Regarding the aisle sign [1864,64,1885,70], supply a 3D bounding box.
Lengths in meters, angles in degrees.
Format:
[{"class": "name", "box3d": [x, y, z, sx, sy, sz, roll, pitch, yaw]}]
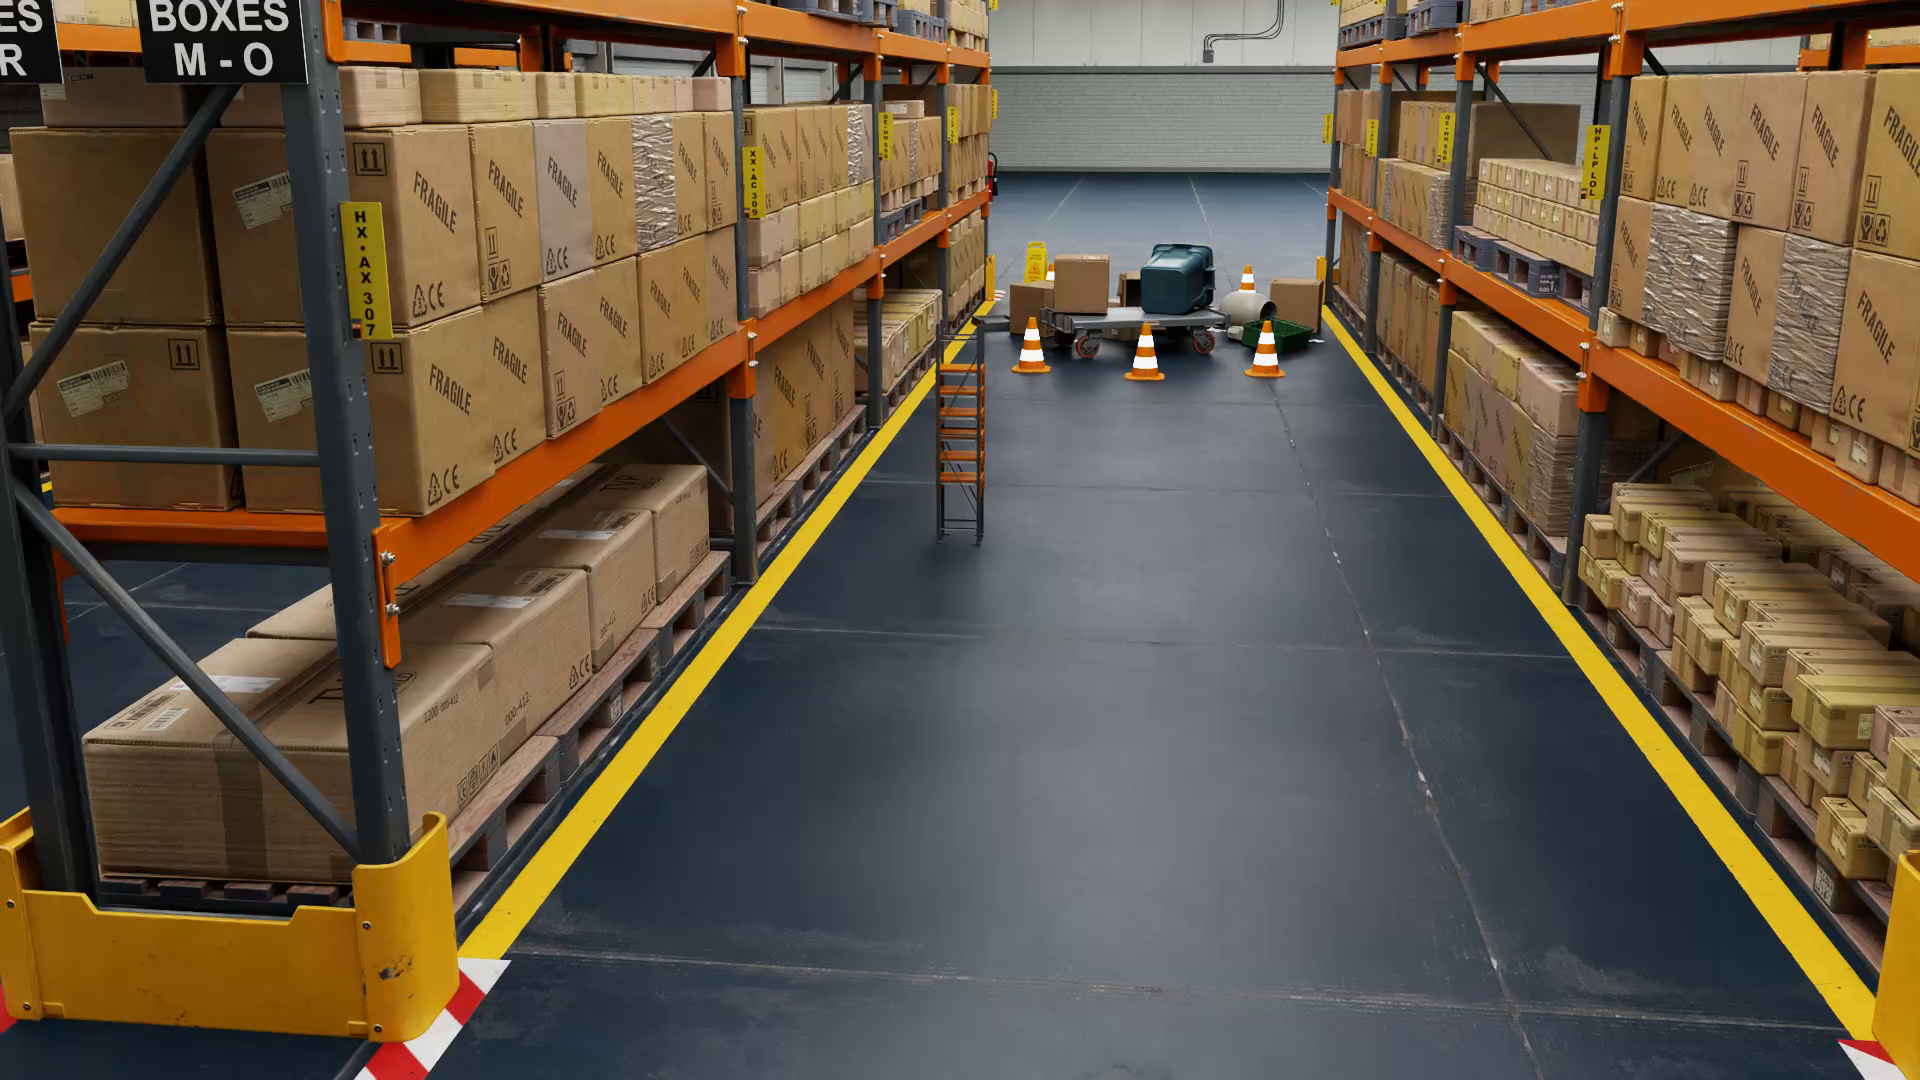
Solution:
[{"class": "aisle sign", "box3d": [9.984, -5.326, 18.130, 0.394, 0.787, 0.004, 2, 15, 6]}]

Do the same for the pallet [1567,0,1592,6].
[{"class": "pallet", "box3d": [3.584, -2.638, 7.783, 1.213, 0.211, 1.003, 2, 15, 6]}]

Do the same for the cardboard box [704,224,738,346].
[{"class": "cardboard box", "box3d": [-1.320, -1.163, 7.526, 0.500, 0.500, 0.500, 2, 15, 7]}]

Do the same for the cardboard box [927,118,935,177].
[{"class": "cardboard box", "box3d": [-0.498, -3.457, 14.635, 0.500, 0.500, 0.500, 2, 15, 7]}]

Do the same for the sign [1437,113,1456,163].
[{"class": "sign", "box3d": [3.308, -2.735, 11.313, 0.100, 0.325, 0.005, 2, 15, 6]}]

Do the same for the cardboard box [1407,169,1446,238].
[{"class": "cardboard box", "box3d": [3.758, -2.593, 12.813, 0.500, 0.500, 0.500, 1, 15, 5]}]

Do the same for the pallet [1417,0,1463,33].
[{"class": "pallet", "box3d": [3.880, -3.686, 11.663, 1.213, 0.211, 1.003, 2, 15, 9]}]

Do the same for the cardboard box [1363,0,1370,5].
[{"class": "cardboard box", "box3d": [4.227, -5.364, 16.229, 0.500, 0.250, 0.500, 2, 15, 6]}]

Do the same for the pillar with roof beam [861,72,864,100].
[{"class": "pillar with roof beam", "box3d": [1.589, -14.896, 47.012, 9.100, 9.000, 0.400, 2, 15, 6]}]

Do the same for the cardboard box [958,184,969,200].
[{"class": "cardboard box", "box3d": [-0.111, -3.600, 17.211, 0.380, 0.149, 0.250, 2, 15, 7]}]

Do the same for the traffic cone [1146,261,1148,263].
[{"class": "traffic cone", "box3d": [2.207, -3.037, 19.505, 0.336, 0.463, 0.334, 2, 15, 6]}]

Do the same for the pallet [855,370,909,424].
[{"class": "pallet", "box3d": [-0.981, -1.137, 12.962, 1.003, 0.211, 1.213, 2, 15, 6]}]

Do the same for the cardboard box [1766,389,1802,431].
[{"class": "cardboard box", "box3d": [2.959, -0.458, 5.592, 0.380, 0.149, 0.250, 2, 15, 7]}]

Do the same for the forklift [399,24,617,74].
[{"class": "forklift", "box3d": [-2.837, -2.017, 11.007, 1.130, 2.935, 3.031, 2, 15, 6]}]

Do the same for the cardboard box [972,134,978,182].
[{"class": "cardboard box", "box3d": [-0.076, -4.139, 17.960, 0.500, 0.500, 0.500, 2, 15, 6]}]

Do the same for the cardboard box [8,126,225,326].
[{"class": "cardboard box", "box3d": [-2.155, -0.868, 4.520, 0.500, 0.500, 0.500, 2, 15, 8]}]

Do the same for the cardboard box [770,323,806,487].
[{"class": "cardboard box", "box3d": [-1.437, -0.818, 9.705, 0.875, 0.875, 0.875, 2, 15, 8]}]

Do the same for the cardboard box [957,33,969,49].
[{"class": "cardboard box", "box3d": [-0.107, -5.050, 16.826, 0.380, 0.149, 0.250, 1, 15, 5]}]

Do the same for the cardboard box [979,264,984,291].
[{"class": "cardboard box", "box3d": [0.006, -3.007, 18.999, 0.500, 0.250, 0.500, 2, 15, 6]}]

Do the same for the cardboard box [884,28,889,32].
[{"class": "cardboard box", "box3d": [-0.926, -4.175, 12.910, 0.797, 0.503, 0.637, 2, 15, 6]}]

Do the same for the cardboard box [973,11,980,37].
[{"class": "cardboard box", "box3d": [-0.069, -5.469, 17.611, 0.500, 0.250, 0.500, 2, 15, 8]}]

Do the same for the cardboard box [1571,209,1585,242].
[{"class": "cardboard box", "box3d": [3.316, -1.590, 8.403, 0.380, 0.149, 0.250, 2, 15, 9]}]

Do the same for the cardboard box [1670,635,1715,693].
[{"class": "cardboard box", "box3d": [2.942, 0.473, 6.324, 0.380, 0.149, 0.250, 1, 15, 5]}]

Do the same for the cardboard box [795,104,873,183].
[{"class": "cardboard box", "box3d": [-0.869, -2.669, 11.181, 0.500, 0.500, 0.500, 1, 15, 5]}]

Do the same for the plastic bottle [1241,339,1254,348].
[{"class": "plastic bottle", "box3d": [2.843, -1.896, 16.056, 0.133, 0.061, 0.283, -6, 16, -23]}]

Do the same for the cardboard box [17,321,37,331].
[{"class": "cardboard box", "box3d": [-6.499, -1.406, 11.357, 0.380, 0.149, 0.250, 1, 15, 4]}]

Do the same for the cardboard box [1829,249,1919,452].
[{"class": "cardboard box", "box3d": [2.815, -0.535, 4.634, 0.500, 0.500, 0.500, 1, 15, 5]}]

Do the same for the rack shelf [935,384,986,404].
[{"class": "rack shelf", "box3d": [0.002, -0.772, 8.968, 0.258, 0.103, 0.180, 2, 15, 6]}]

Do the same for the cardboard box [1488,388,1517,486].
[{"class": "cardboard box", "box3d": [3.362, -0.585, 9.562, 0.500, 0.500, 0.500, 1, 15, 5]}]

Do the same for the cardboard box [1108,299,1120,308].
[{"class": "cardboard box", "box3d": [1.692, -2.580, 18.418, 0.380, 0.149, 0.250, 11, 19, 35]}]

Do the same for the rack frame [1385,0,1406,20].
[{"class": "rack frame", "box3d": [4.311, -6.094, 14.460, 1.000, 3.000, 0.127, 2, 15, 6]}]

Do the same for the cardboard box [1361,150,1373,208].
[{"class": "cardboard box", "box3d": [4.380, -3.510, 16.109, 0.875, 0.550, 0.550, 2, 15, 6]}]

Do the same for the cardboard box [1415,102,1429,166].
[{"class": "cardboard box", "box3d": [4.147, -3.336, 13.644, 0.700, 0.500, 0.500, 2, 15, 7]}]

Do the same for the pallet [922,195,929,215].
[{"class": "pallet", "box3d": [-0.850, -3.031, 14.993, 1.003, 0.211, 1.213, 2, 15, 6]}]

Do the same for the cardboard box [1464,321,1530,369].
[{"class": "cardboard box", "box3d": [3.484, -1.216, 10.459, 0.500, 0.250, 0.500, 2, 15, 6]}]

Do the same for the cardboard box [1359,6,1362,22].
[{"class": "cardboard box", "box3d": [4.206, -5.276, 16.665, 0.380, 0.149, 0.250, 2, 15, 6]}]

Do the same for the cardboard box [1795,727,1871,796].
[{"class": "cardboard box", "box3d": [2.790, 0.664, 5.048, 0.380, 0.149, 0.250, 1, 15, 4]}]

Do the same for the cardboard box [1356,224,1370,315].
[{"class": "cardboard box", "box3d": [4.549, -2.770, 16.926, 0.875, 0.875, 0.875, 2, 15, 7]}]

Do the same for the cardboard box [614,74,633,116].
[{"class": "cardboard box", "box3d": [-1.447, -1.668, 6.234, 0.380, 0.149, 0.250, 1, 15, 5]}]

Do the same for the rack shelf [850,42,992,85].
[{"class": "rack shelf", "box3d": [-0.393, -4.937, 17.306, 1.077, 0.370, 4.000, 2, 15, 6]}]

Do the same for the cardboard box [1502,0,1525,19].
[{"class": "cardboard box", "box3d": [3.430, -3.257, 9.523, 0.500, 0.500, 0.500, 2, 15, 6]}]

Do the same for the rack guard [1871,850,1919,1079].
[{"class": "rack guard", "box3d": [2.965, 1.101, 4.132, 1.175, 0.500, 0.348, 2, 15, 6]}]

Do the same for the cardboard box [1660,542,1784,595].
[{"class": "cardboard box", "box3d": [2.977, 0.115, 6.508, 0.380, 0.149, 0.250, 2, 15, 7]}]

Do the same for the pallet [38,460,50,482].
[{"class": "pallet", "box3d": [-6.265, -0.571, 10.871, 1.003, 0.211, 1.213, 2, 15, 6]}]

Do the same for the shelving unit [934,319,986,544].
[{"class": "shelving unit", "box3d": [0.002, -0.583, 9.019, 0.258, 1.200, 0.189, 2, 15, 6]}]

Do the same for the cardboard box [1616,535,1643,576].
[{"class": "cardboard box", "box3d": [3.110, 0.059, 7.283, 0.380, 0.149, 0.250, 2, 15, 7]}]

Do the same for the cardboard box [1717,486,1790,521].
[{"class": "cardboard box", "box3d": [3.627, -0.137, 7.440, 0.380, 0.149, 0.250, 2, 15, 8]}]

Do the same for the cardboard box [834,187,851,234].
[{"class": "cardboard box", "box3d": [-0.964, -2.050, 10.325, 0.500, 0.250, 0.500, 1, 15, 5]}]

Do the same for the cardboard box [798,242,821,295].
[{"class": "cardboard box", "box3d": [-1.079, -1.544, 9.411, 0.500, 0.250, 0.500, 2, 15, 6]}]

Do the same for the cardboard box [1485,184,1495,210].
[{"class": "cardboard box", "box3d": [3.577, -2.196, 10.643, 0.380, 0.149, 0.250, 2, 15, 9]}]

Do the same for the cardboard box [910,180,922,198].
[{"class": "cardboard box", "box3d": [-0.532, -2.993, 14.163, 0.380, 0.149, 0.250, 2, 15, 6]}]

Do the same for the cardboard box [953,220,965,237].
[{"class": "cardboard box", "box3d": [-0.154, -3.177, 16.950, 0.380, 0.149, 0.250, 2, 15, 8]}]

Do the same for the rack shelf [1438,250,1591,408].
[{"class": "rack shelf", "box3d": [3.634, -1.295, 9.582, 1.077, 0.370, 4.000, 2, 15, 6]}]

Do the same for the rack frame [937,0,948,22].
[{"class": "rack frame", "box3d": [-0.619, -6.214, 14.902, 1.000, 3.000, 0.127, 2, 15, 6]}]

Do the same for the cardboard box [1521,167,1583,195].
[{"class": "cardboard box", "box3d": [3.468, -2.074, 9.624, 0.380, 0.149, 0.250, 2, 15, 8]}]

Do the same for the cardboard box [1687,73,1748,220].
[{"class": "cardboard box", "box3d": [2.984, -1.423, 6.002, 0.500, 0.500, 0.500, 2, 15, 7]}]

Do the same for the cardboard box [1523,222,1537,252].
[{"class": "cardboard box", "box3d": [3.430, -1.721, 9.456, 0.380, 0.149, 0.250, 1, 15, 4]}]

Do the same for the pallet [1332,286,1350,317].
[{"class": "pallet", "box3d": [4.750, -2.680, 18.668, 1.003, 0.211, 1.213, 2, 15, 6]}]
